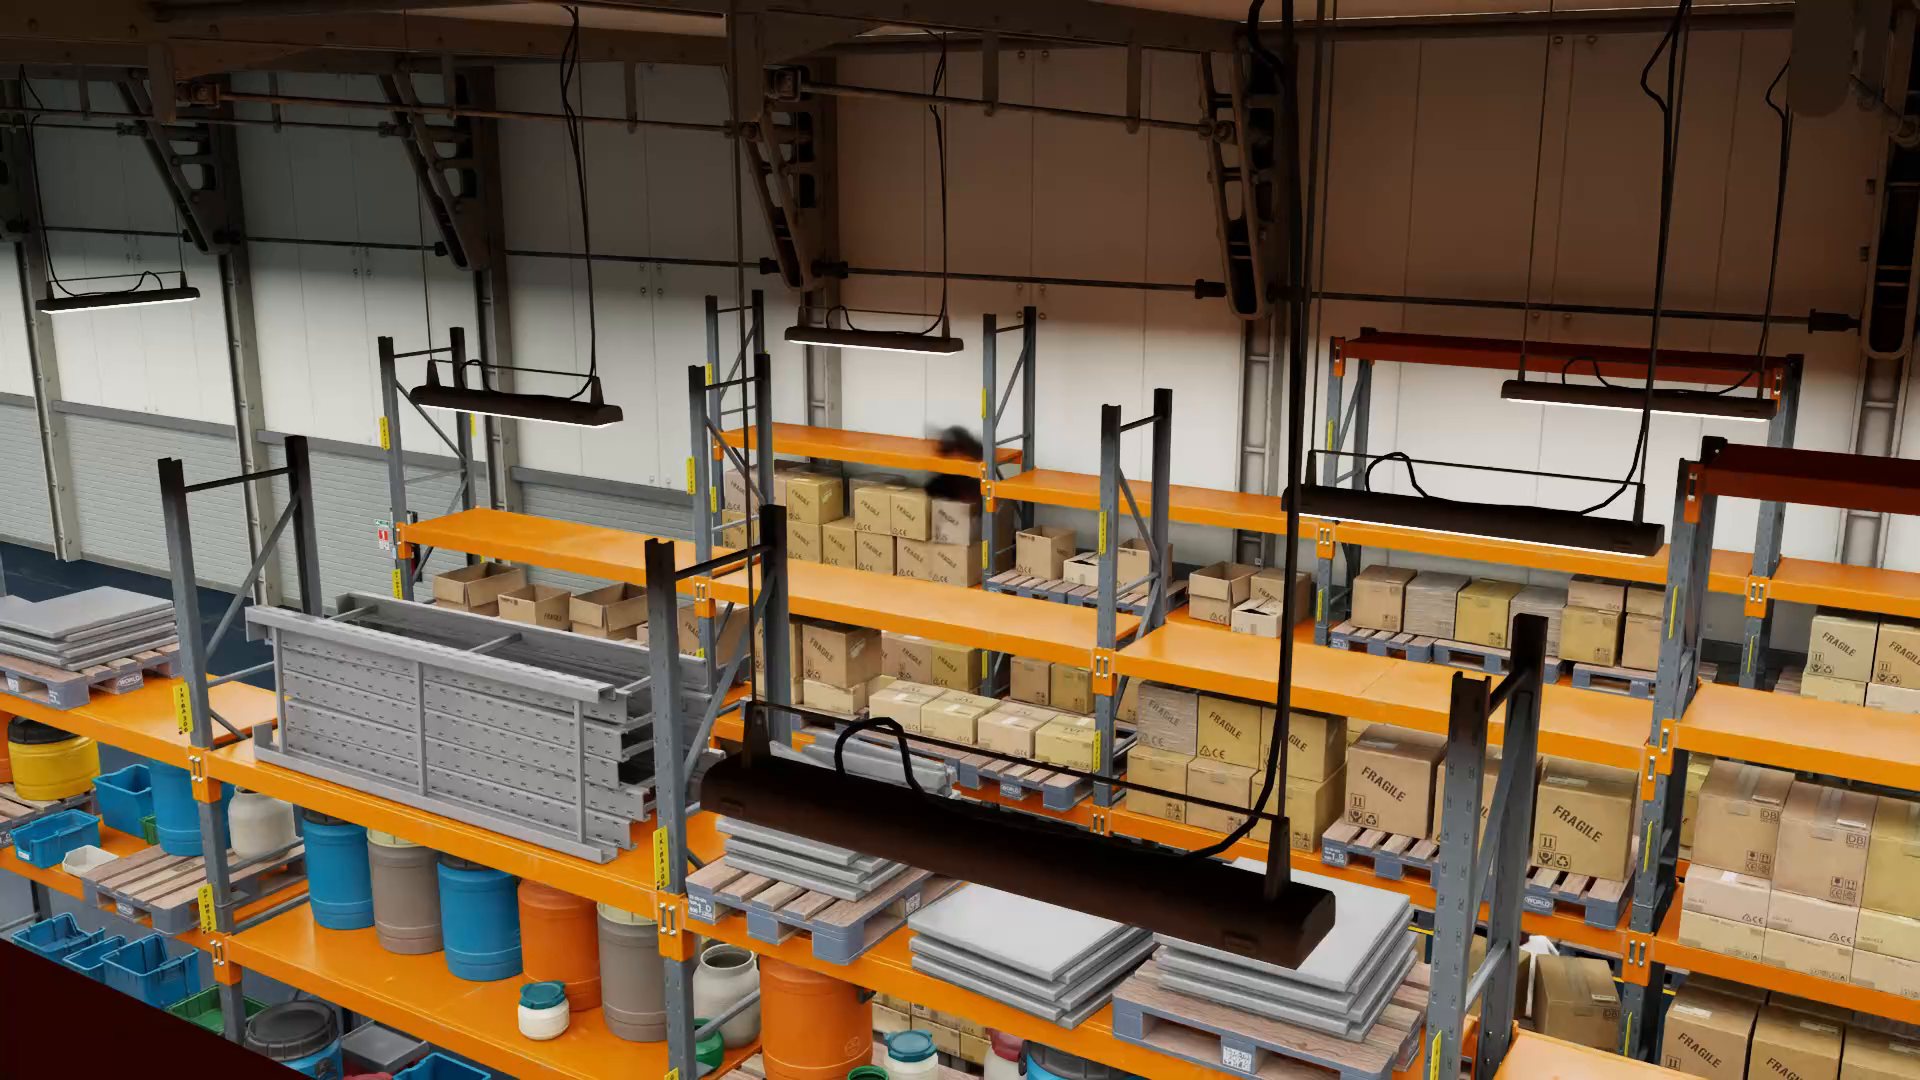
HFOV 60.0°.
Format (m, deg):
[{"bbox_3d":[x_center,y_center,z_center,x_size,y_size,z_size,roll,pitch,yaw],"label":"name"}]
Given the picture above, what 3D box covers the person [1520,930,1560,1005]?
[{"bbox_3d":[4.689,3.915,13.789,0.975,1.752,0.726,10,17,35],"label":"person"}]
